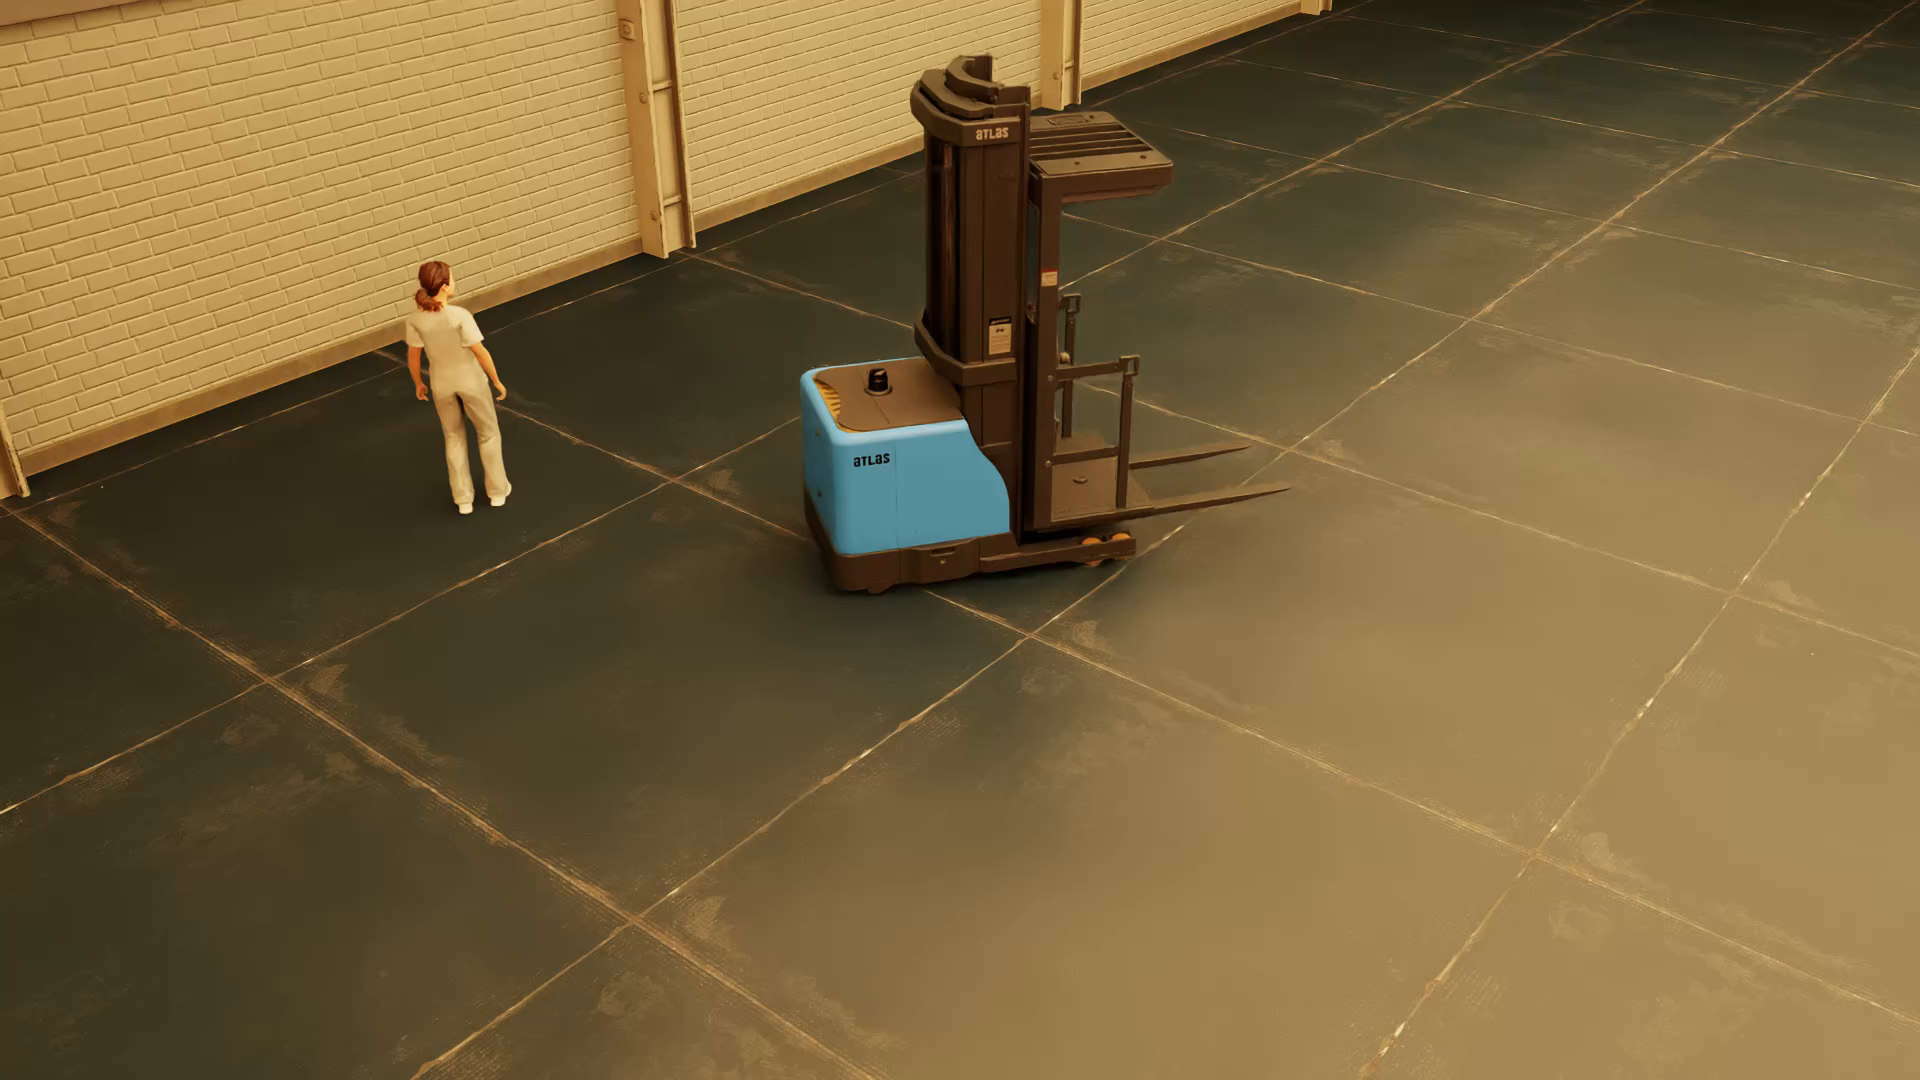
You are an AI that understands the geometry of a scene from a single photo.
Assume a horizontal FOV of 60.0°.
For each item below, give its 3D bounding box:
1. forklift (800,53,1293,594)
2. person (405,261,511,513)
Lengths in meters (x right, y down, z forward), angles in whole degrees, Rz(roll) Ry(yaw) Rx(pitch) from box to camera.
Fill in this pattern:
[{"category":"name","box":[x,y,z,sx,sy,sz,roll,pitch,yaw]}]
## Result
[{"category":"forklift","box":[0.585,-1.358,9.918,3.031,2.935,1.130,-8,31,-14]},{"category":"person","box":[-3.153,-0.978,10.520,0.575,1.670,0.420,0,30,-1]}]
